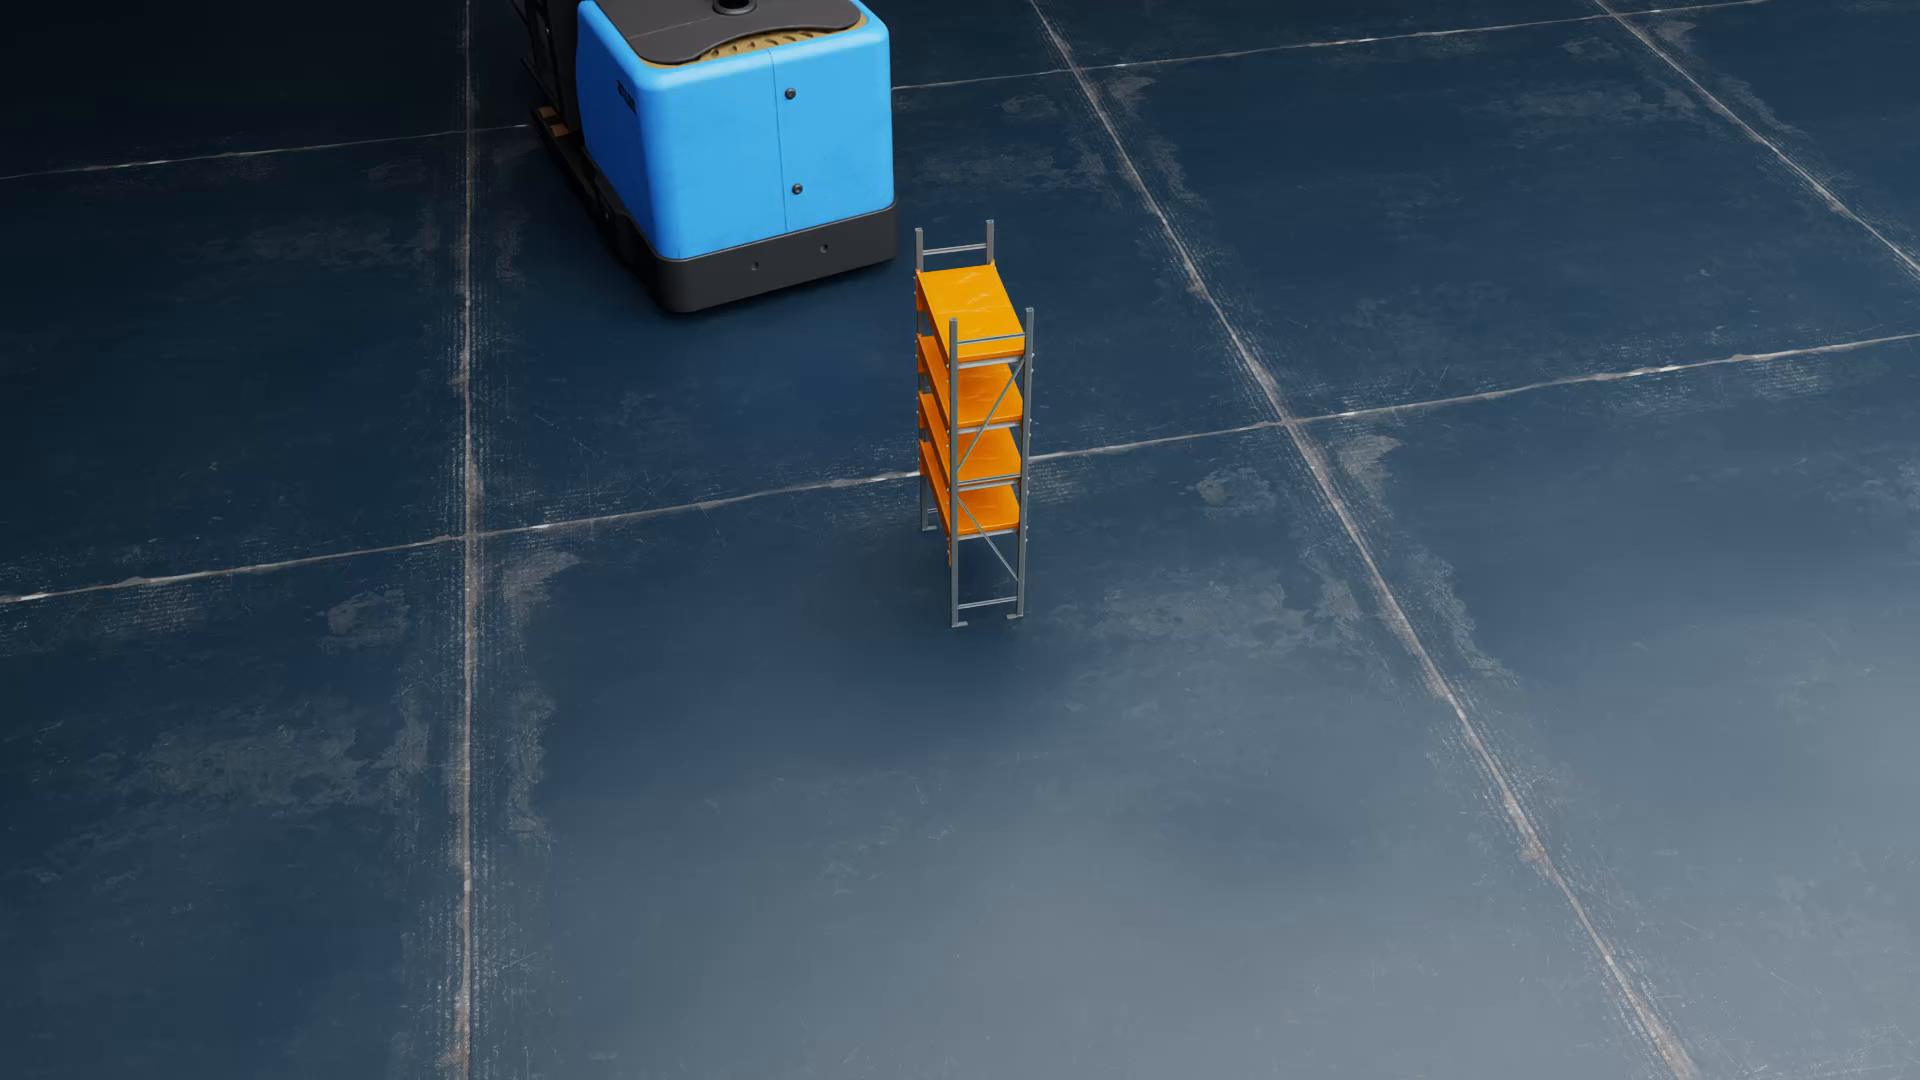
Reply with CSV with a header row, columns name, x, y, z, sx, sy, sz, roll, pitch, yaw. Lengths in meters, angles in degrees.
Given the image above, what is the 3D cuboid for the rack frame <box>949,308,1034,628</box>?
name,x,y,z,sx,sy,sz,roll,pitch,yaw
rack frame,0.088,-0.183,5.053,0.240,1.200,0.015,-8,42,-9

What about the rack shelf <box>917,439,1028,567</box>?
name,x,y,z,sx,sy,sz,roll,pitch,yaw
rack shelf,0.036,-0.143,5.407,0.258,0.148,0.480,-8,42,-9

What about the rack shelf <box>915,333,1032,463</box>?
name,x,y,z,sx,sy,sz,roll,pitch,yaw
rack shelf,0.036,-0.458,5.127,0.258,0.148,0.480,-8,42,-9

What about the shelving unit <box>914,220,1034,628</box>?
name,x,y,z,sx,sy,sz,roll,pitch,yaw
shelving unit,0.036,-0.341,5.231,0.258,1.200,0.503,-8,42,-9

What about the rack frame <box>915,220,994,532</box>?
name,x,y,z,sx,sy,sz,roll,pitch,yaw
rack frame,-0.017,-0.500,5.409,0.240,1.200,0.015,-8,42,-9

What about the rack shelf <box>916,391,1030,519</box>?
name,x,y,z,sx,sy,sz,roll,pitch,yaw
rack shelf,0.036,-0.291,5.275,0.258,0.148,0.480,-8,42,-9

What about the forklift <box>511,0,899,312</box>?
name,x,y,z,sx,sy,sz,roll,pitch,yaw
forklift,-1.366,-2.984,6.904,1.130,2.935,3.031,-18,45,-20

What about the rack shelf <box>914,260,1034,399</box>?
name,x,y,z,sx,sy,sz,roll,pitch,yaw
rack shelf,0.036,-0.635,4.970,0.258,0.148,0.480,-8,42,-9
